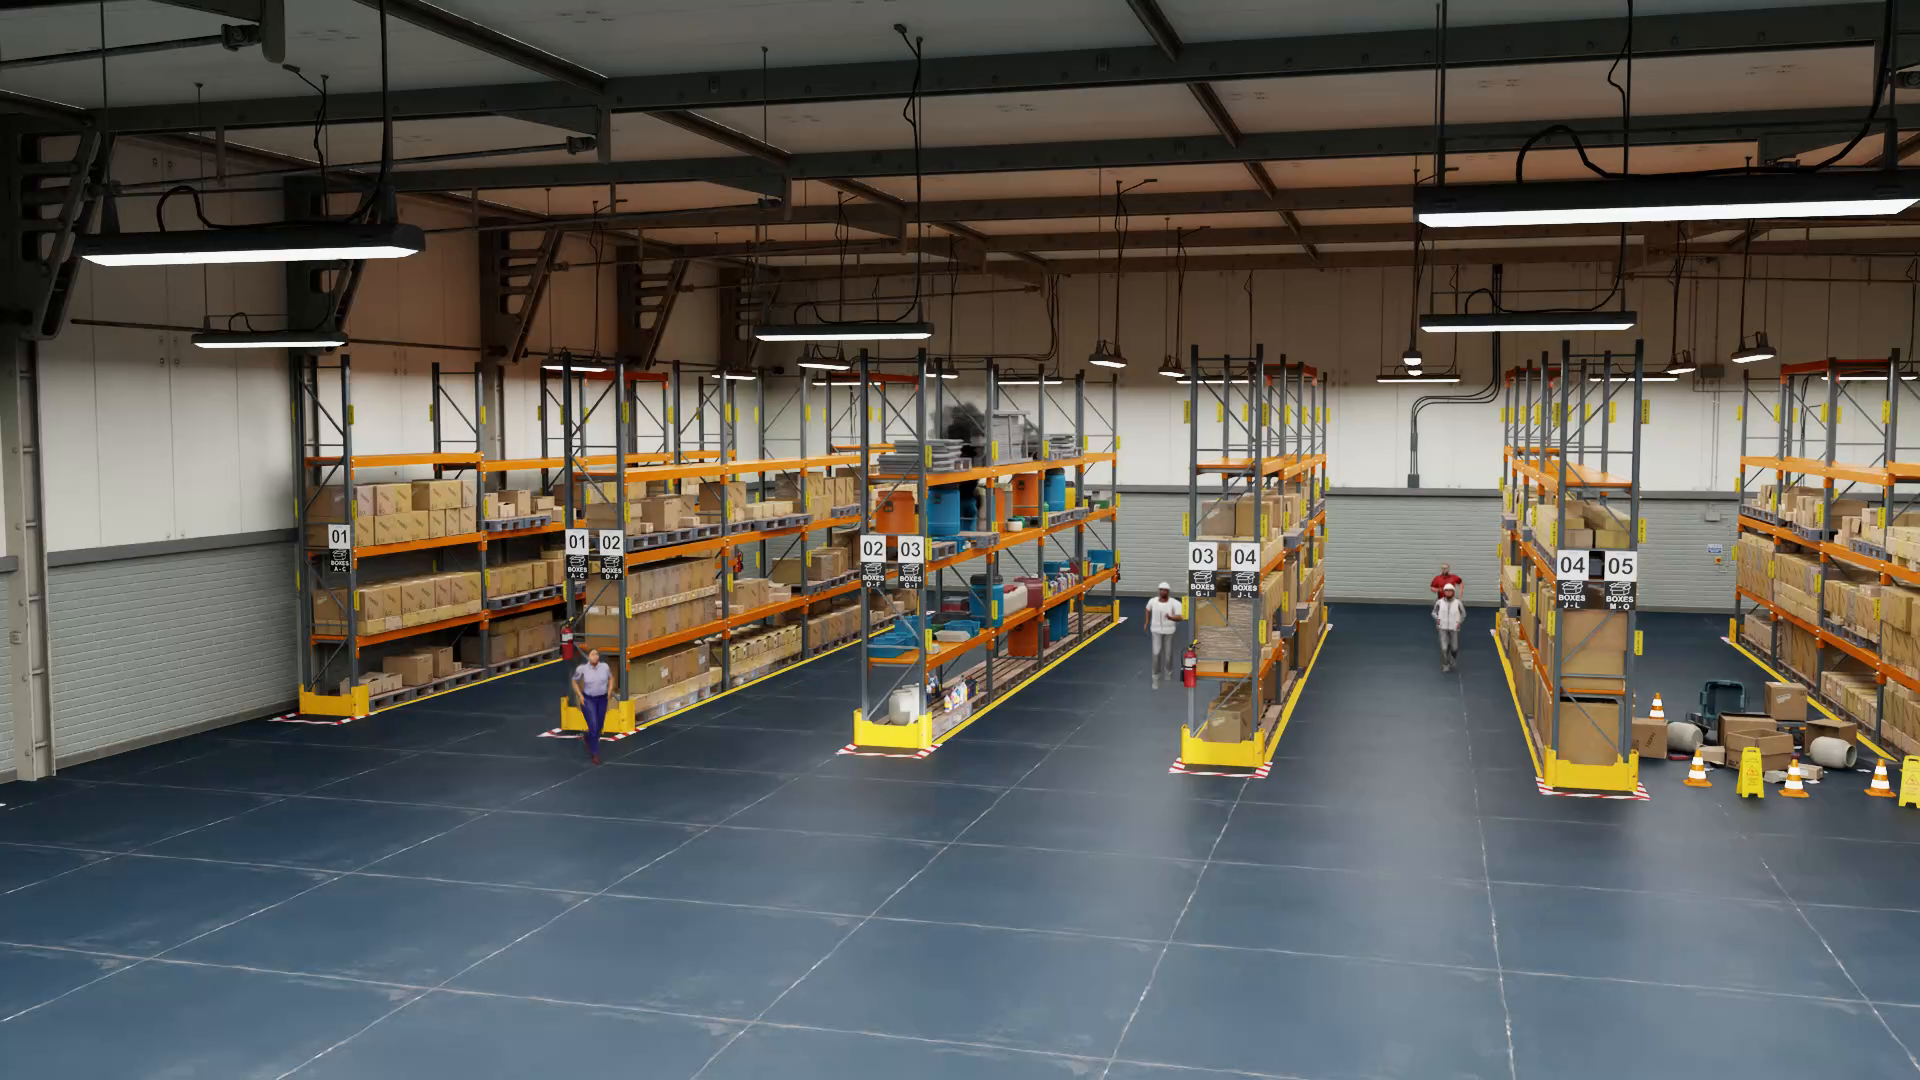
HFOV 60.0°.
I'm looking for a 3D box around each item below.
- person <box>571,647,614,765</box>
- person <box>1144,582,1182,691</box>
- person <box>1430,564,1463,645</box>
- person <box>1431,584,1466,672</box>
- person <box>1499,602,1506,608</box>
[{"bbox_3d":[-5.335,2.469,24.196,0.605,1.482,0.794,-3,5,-35],"label":"person"},{"bbox_3d":[3.543,1.663,29.031,0.674,1.870,0.746,1,4,12],"label":"person"},{"bbox_3d":[10.697,1.413,36.573,0.673,1.779,0.908,2,5,23],"label":"person"},{"bbox_3d":[9.510,1.713,32.375,0.656,1.722,0.603,1,4,17],"label":"person"},{"bbox_3d":[12.959,1.277,38.981,0.625,1.607,0.596,2,5,20],"label":"person"}]
